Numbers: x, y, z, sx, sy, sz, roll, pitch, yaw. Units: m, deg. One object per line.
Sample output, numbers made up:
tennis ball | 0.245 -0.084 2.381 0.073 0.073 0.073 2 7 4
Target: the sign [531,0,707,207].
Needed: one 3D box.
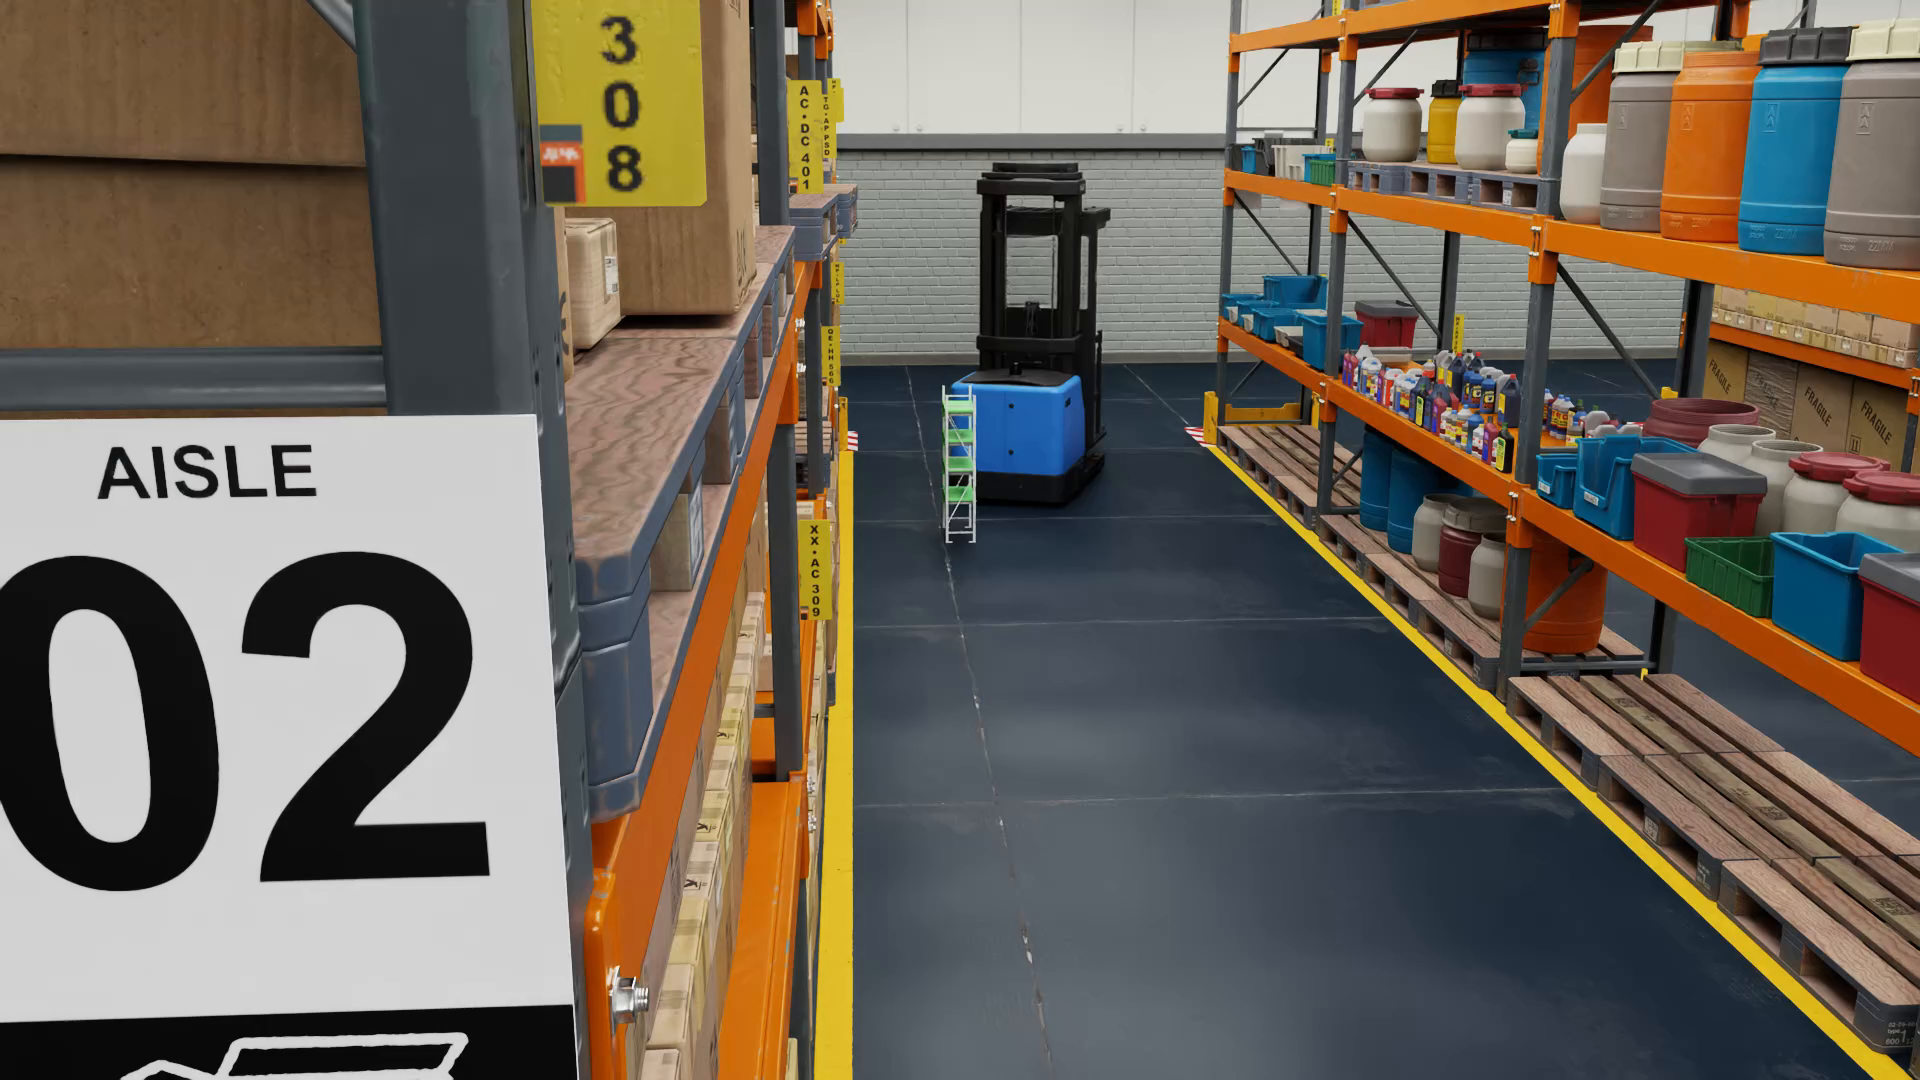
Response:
sign | -0.208 -0.365 0.993 0.100 0.325 0.005 -1 14 -3

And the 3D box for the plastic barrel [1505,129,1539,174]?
plastic barrel | 3.474 -2.362 10.103 0.301 0.262 0.301 0 14 0

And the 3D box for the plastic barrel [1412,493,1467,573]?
plastic barrel | 3.445 -0.049 11.846 0.421 0.512 0.421 0 14 0

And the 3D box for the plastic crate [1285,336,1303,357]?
plastic crate | 3.101 -1.674 14.443 0.437 0.125 0.590 -1 14 -3

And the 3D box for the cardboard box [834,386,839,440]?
cardboard box | -1.474 -1.294 16.669 0.500 0.500 0.500 -1 14 -3

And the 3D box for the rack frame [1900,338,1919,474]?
rack frame | 8.382 -1.580 13.647 1.000 3.000 0.127 -1 14 -3

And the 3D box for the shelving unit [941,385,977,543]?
shelving unit | -0.010 -0.622 13.537 0.258 1.200 0.503 -1 14 -3

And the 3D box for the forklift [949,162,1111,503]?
forklift | 0.785 -2.067 15.679 1.130 2.935 3.031 4 15 15

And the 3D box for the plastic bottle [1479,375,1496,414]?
plastic bottle | 3.739 -1.034 11.784 0.097 0.271 0.097 0 14 0

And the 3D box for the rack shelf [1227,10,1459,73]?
rack shelf | 3.315 -4.364 14.675 1.077 0.370 4.000 -1 14 -3

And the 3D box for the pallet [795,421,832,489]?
pallet | -1.370 -0.508 9.865 1.213 0.211 1.003 -1 14 -3

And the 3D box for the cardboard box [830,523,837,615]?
cardboard box | -1.065 0.192 10.895 0.500 0.500 0.500 -1 14 -4

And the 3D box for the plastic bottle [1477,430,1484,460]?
plastic bottle | 3.232 -0.593 10.210 0.097 0.201 0.097 0 14 0

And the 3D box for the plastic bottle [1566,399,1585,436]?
plastic bottle | 3.976 -0.771 10.739 0.061 0.283 0.133 -1 14 -3

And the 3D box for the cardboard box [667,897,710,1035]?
cardboard box | -0.653 0.773 3.001 0.380 0.149 0.250 -1 14 -4

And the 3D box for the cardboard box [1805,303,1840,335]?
cardboard box | 8.026 -2.013 15.034 0.500 0.250 0.500 -1 14 -2

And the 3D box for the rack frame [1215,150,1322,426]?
rack frame | 3.191 -2.498 17.217 1.000 3.000 0.127 -1 14 -3

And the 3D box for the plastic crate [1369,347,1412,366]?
plastic crate | 3.552 -1.523 13.834 0.396 0.136 0.243 -1 14 -3

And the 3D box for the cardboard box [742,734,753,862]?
cardboard box | -0.976 0.623 4.883 0.700 0.500 0.500 -1 14 -5

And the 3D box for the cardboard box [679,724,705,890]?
cardboard box | -0.883 0.370 3.266 0.700 0.500 0.500 -1 14 -3

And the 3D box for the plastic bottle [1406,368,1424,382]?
plastic bottle | 3.296 -1.095 12.010 0.152 0.276 0.135 -1 14 -3

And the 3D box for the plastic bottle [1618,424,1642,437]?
plastic bottle | 3.982 -0.561 9.937 0.152 0.276 0.135 -1 14 -3

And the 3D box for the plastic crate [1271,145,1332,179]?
plastic crate | 3.020 -3.338 14.697 0.437 0.282 0.530 -1 14 -3

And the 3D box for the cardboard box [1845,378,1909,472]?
cardboard box | 8.421 -0.920 14.503 0.875 0.875 0.875 -1 14 -3

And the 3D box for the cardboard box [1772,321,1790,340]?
cardboard box | 7.923 -1.977 15.696 0.380 0.149 0.250 -1 14 -5

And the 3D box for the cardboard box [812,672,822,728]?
cardboard box | -0.912 0.805 7.929 0.500 0.311 0.500 -1 14 -4

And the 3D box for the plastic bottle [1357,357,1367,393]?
plastic bottle | 3.075 -1.258 12.653 0.097 0.271 0.097 0 14 0

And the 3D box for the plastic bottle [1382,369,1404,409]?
plastic bottle | 3.144 -1.092 12.000 0.152 0.276 0.135 -1 14 -3

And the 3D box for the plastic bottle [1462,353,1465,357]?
plastic bottle | 3.845 -1.297 12.782 0.061 0.283 0.133 -1 14 -3

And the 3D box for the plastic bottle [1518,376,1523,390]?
plastic bottle | 3.890 -0.982 11.423 0.144 0.351 0.185 -1 14 -3

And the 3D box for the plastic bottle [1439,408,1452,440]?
plastic bottle | 3.190 -0.762 10.868 0.097 0.201 0.097 0 14 0

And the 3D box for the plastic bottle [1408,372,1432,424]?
plastic bottle | 3.177 -0.983 11.424 0.144 0.351 0.185 -1 14 -3

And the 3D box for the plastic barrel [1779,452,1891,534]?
plastic barrel | 4.021 -0.111 7.666 0.433 0.535 0.433 0 14 0

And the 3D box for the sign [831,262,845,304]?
sign | -0.952 -1.998 12.949 0.100 0.325 0.005 -1 14 -3

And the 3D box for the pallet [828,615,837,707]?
pallet | -1.266 0.731 10.262 1.003 0.211 1.213 -1 14 -3

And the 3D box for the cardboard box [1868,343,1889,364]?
cardboard box | 8.020 -1.593 14.203 0.380 0.149 0.250 -1 14 -2

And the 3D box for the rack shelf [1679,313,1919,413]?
rack shelf | 8.258 -1.729 15.670 1.077 0.370 4.000 -1 14 -3

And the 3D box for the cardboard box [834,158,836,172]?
cardboard box | -1.458 -3.679 16.087 0.500 0.250 0.500 -1 14 -3

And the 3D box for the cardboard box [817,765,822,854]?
cardboard box | -0.883 1.203 7.505 0.500 0.250 0.500 -1 14 -2

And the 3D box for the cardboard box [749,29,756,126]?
cardboard box | -1.278 -2.527 9.102 0.500 0.500 0.500 -1 14 -3

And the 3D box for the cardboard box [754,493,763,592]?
cardboard box | -1.105 0.066 7.048 0.500 0.500 0.500 -1 14 -3

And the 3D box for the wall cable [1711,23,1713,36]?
wall cable | 11.224 -8.498 22.038 2.277 5.999 0.120 -1 14 -3

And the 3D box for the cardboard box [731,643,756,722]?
cardboard box | -0.747 0.390 4.489 0.380 0.149 0.250 -1 14 -5

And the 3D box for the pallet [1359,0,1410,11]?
pallet | 3.520 -3.918 11.878 1.003 0.211 1.213 -1 14 -3

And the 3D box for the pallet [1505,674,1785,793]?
pallet | 3.696 1.035 9.080 1.003 0.211 1.213 -1 14 -3

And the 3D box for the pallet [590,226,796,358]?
pallet | -0.931 -0.636 4.138 1.003 0.211 1.213 -1 14 -3

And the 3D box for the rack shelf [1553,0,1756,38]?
rack shelf | 3.810 -2.375 6.943 1.077 0.370 4.000 -1 14 -3

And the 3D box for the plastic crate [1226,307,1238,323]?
plastic crate | 2.815 -2.252 16.669 0.250 0.136 0.298 -1 14 -3

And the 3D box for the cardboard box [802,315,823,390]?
cardboard box | -1.335 -1.241 11.288 0.700 0.500 0.500 -5 15 -18

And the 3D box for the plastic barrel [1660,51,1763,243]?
plastic barrel | 3.561 -1.799 7.618 0.600 0.830 0.708 -1 14 -3

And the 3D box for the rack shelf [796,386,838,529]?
rack shelf | -1.382 -0.582 11.213 1.077 0.370 4.000 -1 14 -3

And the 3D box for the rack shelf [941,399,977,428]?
rack shelf | -0.010 -1.025 13.433 0.258 0.148 0.480 -1 14 -3

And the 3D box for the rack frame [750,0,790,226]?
rack frame | -1.010 -2.344 4.576 1.000 3.000 0.127 -1 14 -3

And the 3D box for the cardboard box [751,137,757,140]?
cardboard box | -1.099 -1.632 7.289 0.500 0.250 0.500 -1 14 -5

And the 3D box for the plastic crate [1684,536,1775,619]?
plastic crate | 3.545 0.160 7.310 0.450 0.188 0.662 -1 14 -3
